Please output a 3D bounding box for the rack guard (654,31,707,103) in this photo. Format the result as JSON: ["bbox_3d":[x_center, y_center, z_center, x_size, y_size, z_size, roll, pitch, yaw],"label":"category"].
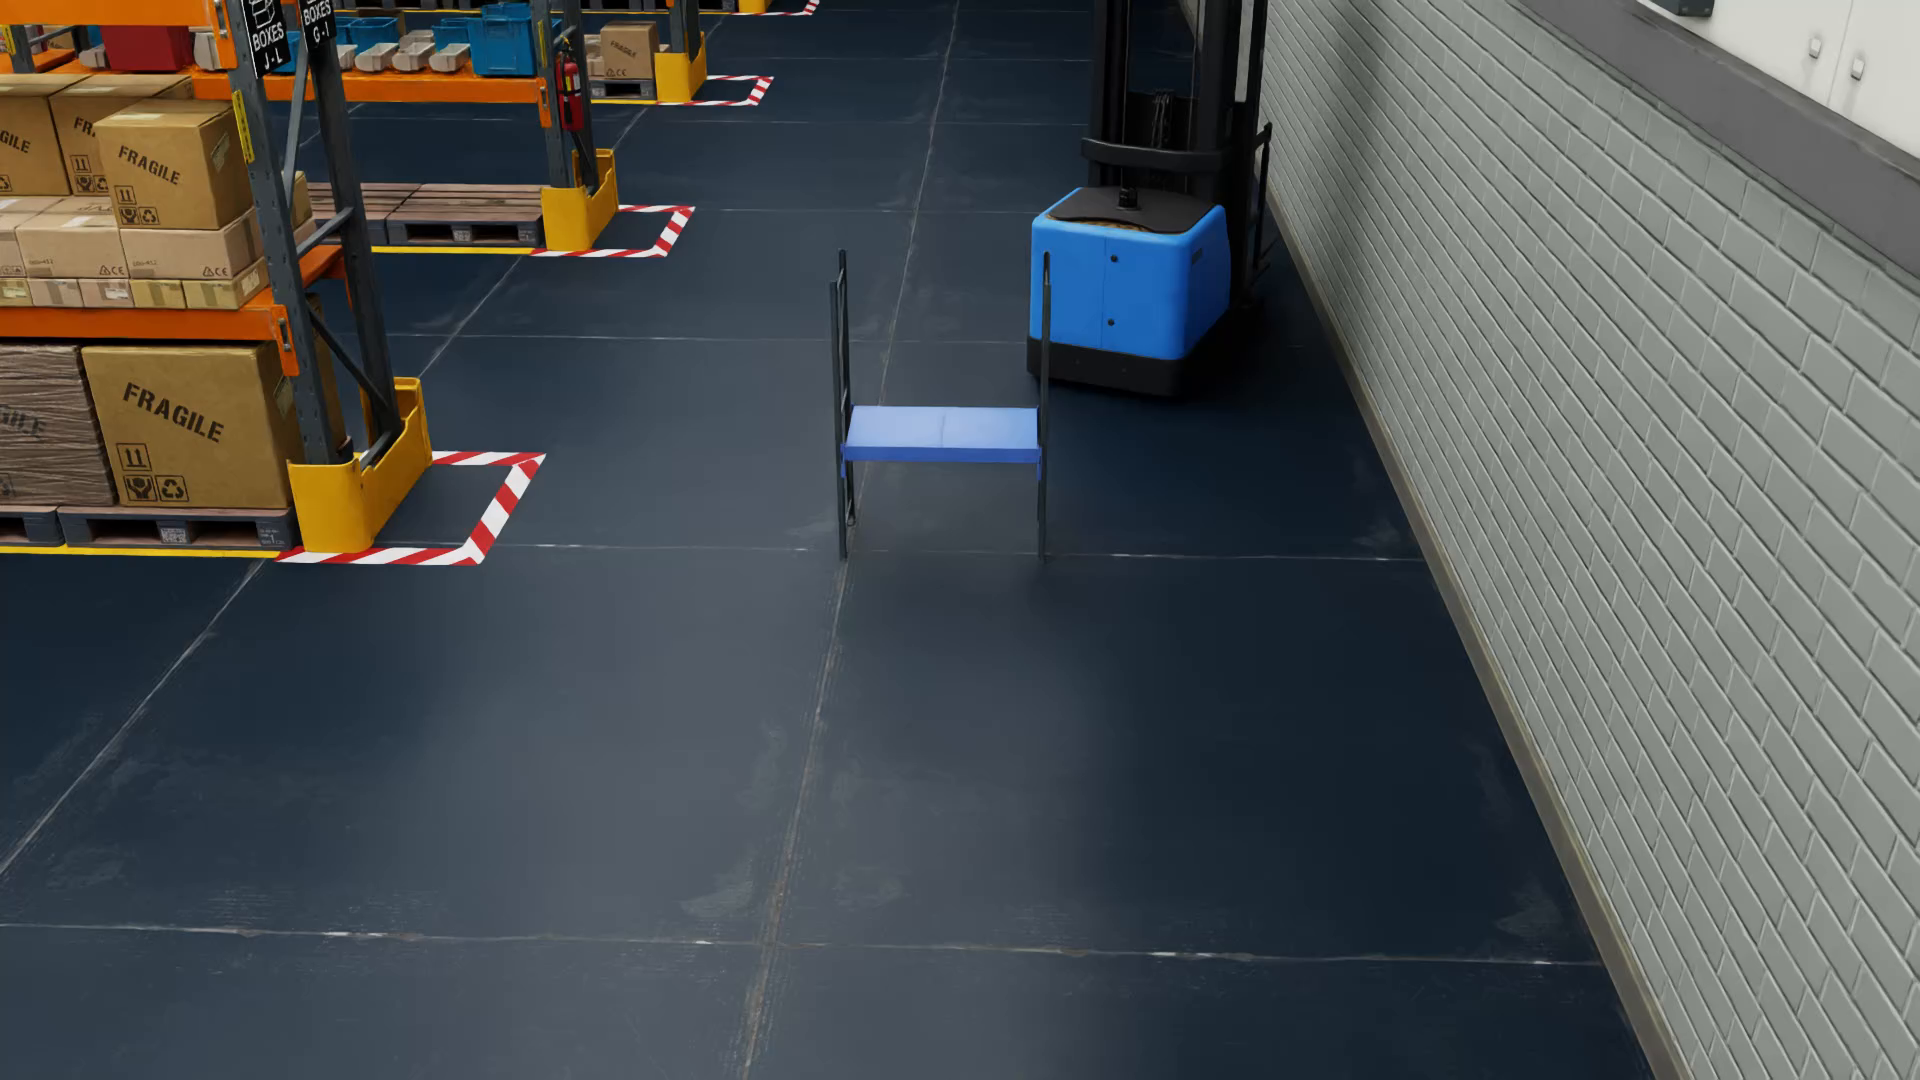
[{"bbox_3d":[-2.977,-5.065,17.772,0.348,0.500,1.175,1,28,2],"label":"rack guard"}]

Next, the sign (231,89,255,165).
[{"bbox_3d":[-3.288,-1.894,7.631,0.005,0.325,0.100,1,28,2],"label":"sign"}]

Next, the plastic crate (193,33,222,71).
[{"bbox_3d":[-5.558,-3.779,12.738,0.530,0.282,0.437,1,28,2],"label":"plastic crate"}]

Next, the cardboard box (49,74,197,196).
[{"bbox_3d":[-4.225,-2.071,8.496,0.500,0.500,0.500,0,28,1],"label":"cardboard box"}]

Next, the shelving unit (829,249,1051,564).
[{"bbox_3d":[-0.085,-0.664,8.401,1.048,1.500,0.538,1,28,2],"label":"shelving unit"}]

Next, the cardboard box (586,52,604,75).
[{"bbox_3d":[-3.855,-5.054,17.636,0.250,0.166,0.380,1,28,2],"label":"cardboard box"}]

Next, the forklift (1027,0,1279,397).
[{"bbox_3d":[1.494,-2.845,10.987,1.130,2.935,3.031,12,30,21],"label":"forklift"}]

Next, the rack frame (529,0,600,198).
[{"bbox_3d":[-3.080,-3.850,12.810,0.127,3.000,1.000,1,28,2],"label":"rack frame"}]

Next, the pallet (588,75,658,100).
[{"bbox_3d":[-3.774,-4.950,17.863,1.213,0.211,1.003,1,28,2],"label":"pallet"}]

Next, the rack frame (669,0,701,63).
[{"bbox_3d":[-2.901,-6.169,17.184,0.127,3.000,1.000,1,28,2],"label":"rack frame"}]

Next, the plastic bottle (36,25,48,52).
[{"bbox_3d":[-7.429,-4.070,13.350,0.133,0.283,0.061,1,28,2],"label":"plastic bottle"}]

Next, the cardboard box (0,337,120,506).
[{"bbox_3d":[-4.807,-0.767,8.814,0.875,0.875,0.875,1,28,2],"label":"cardboard box"}]

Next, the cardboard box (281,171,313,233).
[{"bbox_3d":[-3.725,-1.731,8.656,0.500,0.250,0.500,0,28,0],"label":"cardboard box"}]

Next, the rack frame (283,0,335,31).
[{"bbox_3d":[-6.899,-6.235,17.309,0.127,3.000,1.000,1,28,2],"label":"rack frame"}]

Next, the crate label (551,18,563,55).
[{"bbox_3d":[-3.315,-3.961,13.134,0.303,0.233,0.416,1,28,2],"label":"crate label"}]

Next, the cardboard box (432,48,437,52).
[{"bbox_3d":[-5.570,-5.352,18.045,0.500,0.311,0.500,1,28,2],"label":"cardboard box"}]

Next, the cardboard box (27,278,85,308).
[{"bbox_3d":[-4.383,-1.285,8.240,0.250,0.149,0.380,1,28,3],"label":"cardboard box"}]

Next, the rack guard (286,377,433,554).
[{"bbox_3d":[-3.231,-0.427,9.021,0.348,0.500,1.175,1,28,2],"label":"rack guard"}]

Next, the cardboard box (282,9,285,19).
[{"bbox_3d":[-7.374,-5.447,18.021,0.500,0.500,0.500,0,28,-1],"label":"cardboard box"}]

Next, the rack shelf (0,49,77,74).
[{"bbox_3d":[-9.076,-3.631,13.166,4.000,0.370,1.077,1,28,2],"label":"rack shelf"}]

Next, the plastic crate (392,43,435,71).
[{"bbox_3d":[-4.190,-3.700,12.745,0.243,0.136,0.396,1,28,2],"label":"plastic crate"}]

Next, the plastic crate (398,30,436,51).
[{"bbox_3d":[-4.311,-3.973,13.261,0.298,0.136,0.250,1,28,2],"label":"plastic crate"}]

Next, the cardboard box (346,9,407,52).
[{"bbox_3d":[-6.319,-5.448,18.024,0.500,0.500,0.500,1,28,2],"label":"cardboard box"}]

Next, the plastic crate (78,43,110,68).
[{"bbox_3d":[-6.617,-3.752,12.842,0.243,0.136,0.396,1,28,2],"label":"plastic crate"}]

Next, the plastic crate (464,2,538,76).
[{"bbox_3d":[-3.421,-3.810,12.633,0.499,0.435,0.616,1,28,2],"label":"plastic crate"}]

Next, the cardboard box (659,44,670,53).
[{"bbox_3d":[-3.308,-5.271,18.065,0.250,0.149,0.380,1,28,2],"label":"cardboard box"}]

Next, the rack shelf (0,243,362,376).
[{"bbox_3d":[-5.253,-1.247,8.668,4.000,0.370,1.077,1,28,2],"label":"rack shelf"}]

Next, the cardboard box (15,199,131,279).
[{"bbox_3d":[-4.255,-1.489,8.199,0.500,0.250,0.500,0,28,1],"label":"cardboard box"}]

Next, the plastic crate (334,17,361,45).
[{"bbox_3d":[-4.931,-3.987,13.184,0.300,0.233,0.416,1,28,2],"label":"plastic crate"}]

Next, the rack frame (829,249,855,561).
[{"bbox_3d":[-0.593,-0.672,8.417,0.032,1.500,0.500,1,28,2],"label":"rack frame"}]

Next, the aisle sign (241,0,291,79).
[{"bbox_3d":[-3.193,-2.539,7.561,0.004,0.787,0.394,1,28,2],"label":"aisle sign"}]

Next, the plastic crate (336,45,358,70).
[{"bbox_3d":[-4.766,-3.690,12.725,0.250,0.136,0.298,1,28,2],"label":"plastic crate"}]

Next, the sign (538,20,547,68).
[{"bbox_3d":[-3.083,-3.664,12.286,0.005,0.325,0.100,1,28,2],"label":"sign"}]

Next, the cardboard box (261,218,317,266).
[{"bbox_3d":[-3.598,-1.581,8.798,0.250,0.149,0.380,1,28,2],"label":"cardboard box"}]

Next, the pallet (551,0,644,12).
[{"bbox_3d":[-4.748,-7.253,22.207,1.213,0.211,1.003,1,28,2],"label":"pallet"}]

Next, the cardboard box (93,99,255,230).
[{"bbox_3d":[-3.751,-1.813,8.010,0.500,0.500,0.500,1,28,2],"label":"cardboard box"}]

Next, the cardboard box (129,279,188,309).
[{"bbox_3d":[-3.882,-1.276,8.223,0.250,0.149,0.380,1,28,2],"label":"cardboard box"}]

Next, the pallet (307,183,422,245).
[{"bbox_3d":[-5.119,-2.671,13.564,1.213,0.211,1.003,1,28,2],"label":"pallet"}]

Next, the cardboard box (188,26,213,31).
[{"bbox_3d":[-7.896,-5.211,17.576,0.500,0.500,0.500,1,28,2],"label":"cardboard box"}]

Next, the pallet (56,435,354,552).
[{"bbox_3d":[-4.057,-0.276,9.046,1.213,0.211,1.003,1,28,2],"label":"pallet"}]

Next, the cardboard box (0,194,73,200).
[{"bbox_3d":[-4.747,-1.747,8.685,0.500,0.250,0.500,0,28,0],"label":"cardboard box"}]

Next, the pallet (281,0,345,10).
[{"bbox_3d":[-8.724,-7.318,22.329,1.213,0.211,1.003,1,28,2],"label":"pallet"}]

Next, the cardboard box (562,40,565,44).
[{"bbox_3d":[-4.434,-5.306,18.023,0.500,0.250,0.500,1,28,2],"label":"cardboard box"}]

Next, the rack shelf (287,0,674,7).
[{"bbox_3d":[-4.900,-5.884,17.415,4.000,0.370,1.077,1,28,2],"label":"rack shelf"}]
